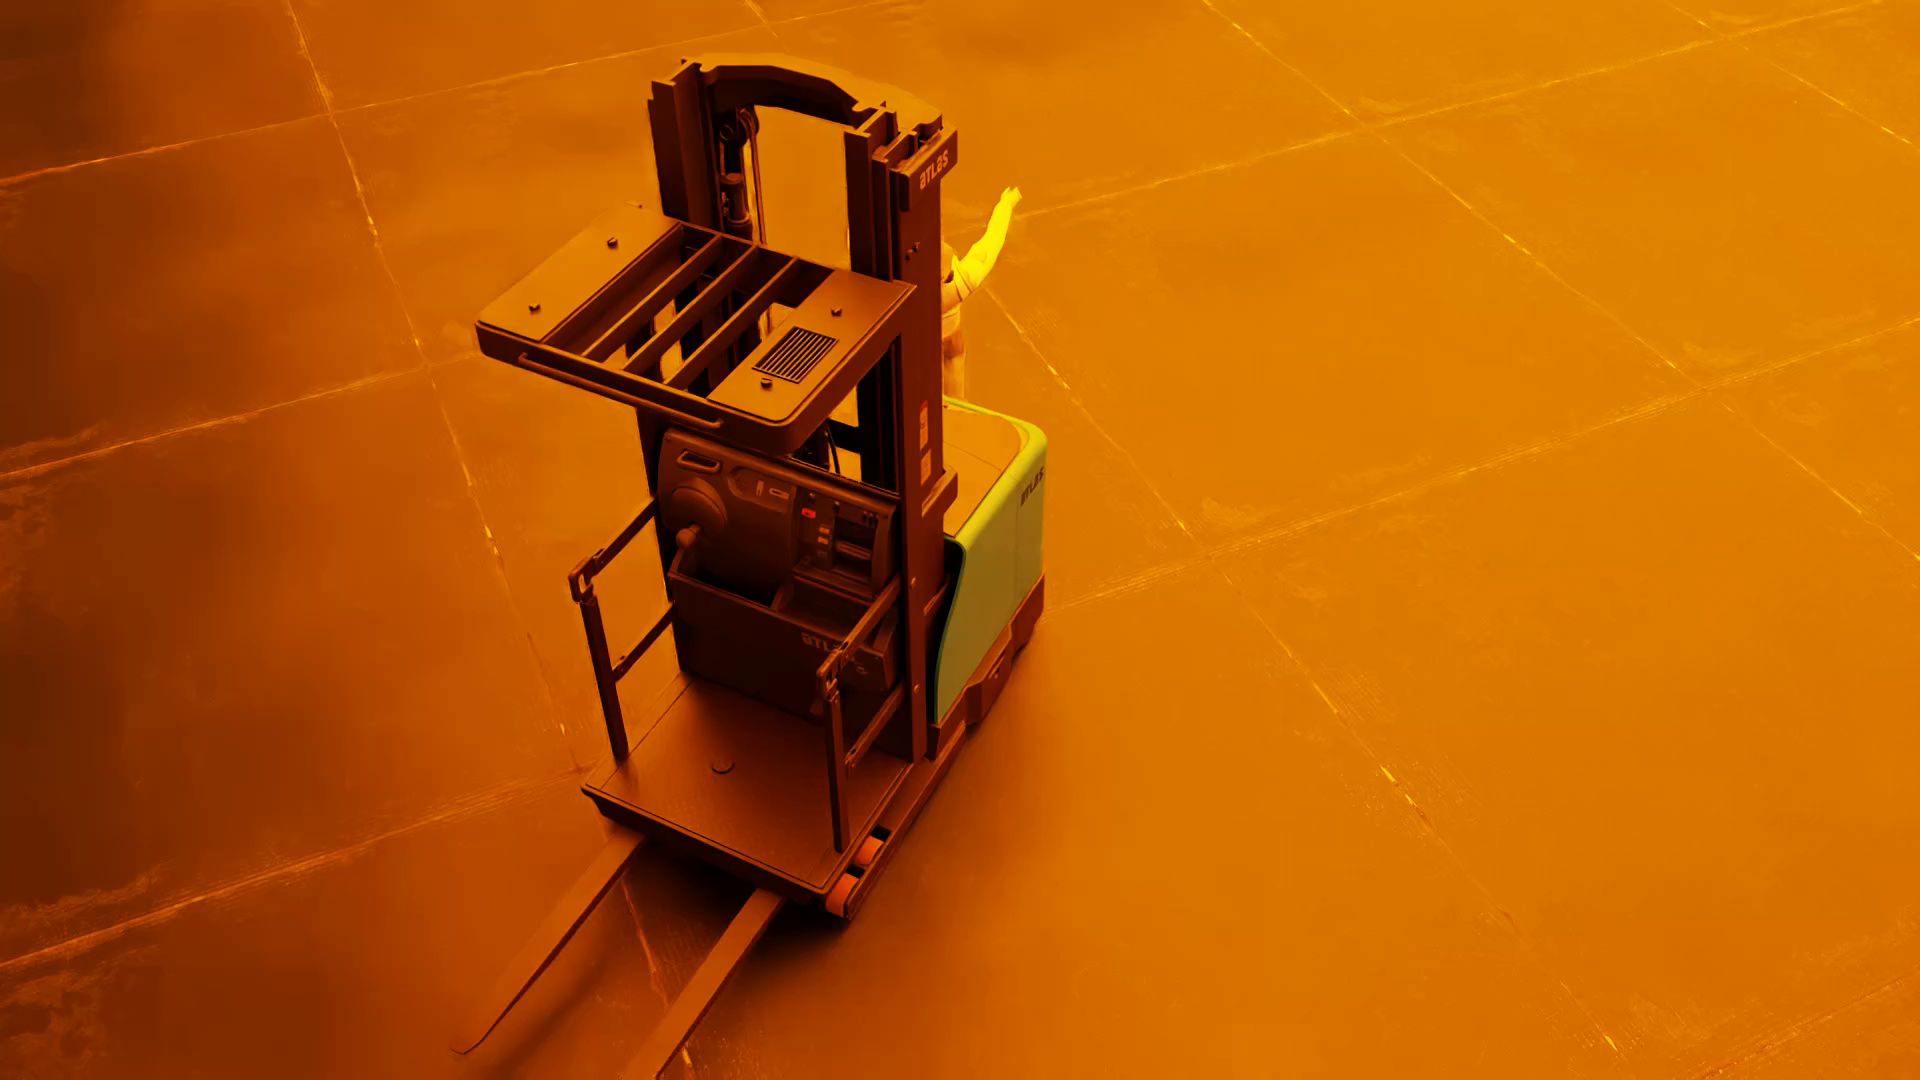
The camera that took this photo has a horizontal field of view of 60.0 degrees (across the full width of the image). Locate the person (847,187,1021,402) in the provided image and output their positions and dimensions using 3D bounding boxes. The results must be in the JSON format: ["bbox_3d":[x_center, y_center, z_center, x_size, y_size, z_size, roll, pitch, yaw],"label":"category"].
[{"bbox_3d":[-0.028,-1.027,7.794,0.979,1.511,0.698,-23,48,-23],"label":"person"}]

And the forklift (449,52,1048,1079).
[{"bbox_3d":[-0.750,0.003,5.677,1.130,2.935,3.031,19,46,19],"label":"forklift"}]
